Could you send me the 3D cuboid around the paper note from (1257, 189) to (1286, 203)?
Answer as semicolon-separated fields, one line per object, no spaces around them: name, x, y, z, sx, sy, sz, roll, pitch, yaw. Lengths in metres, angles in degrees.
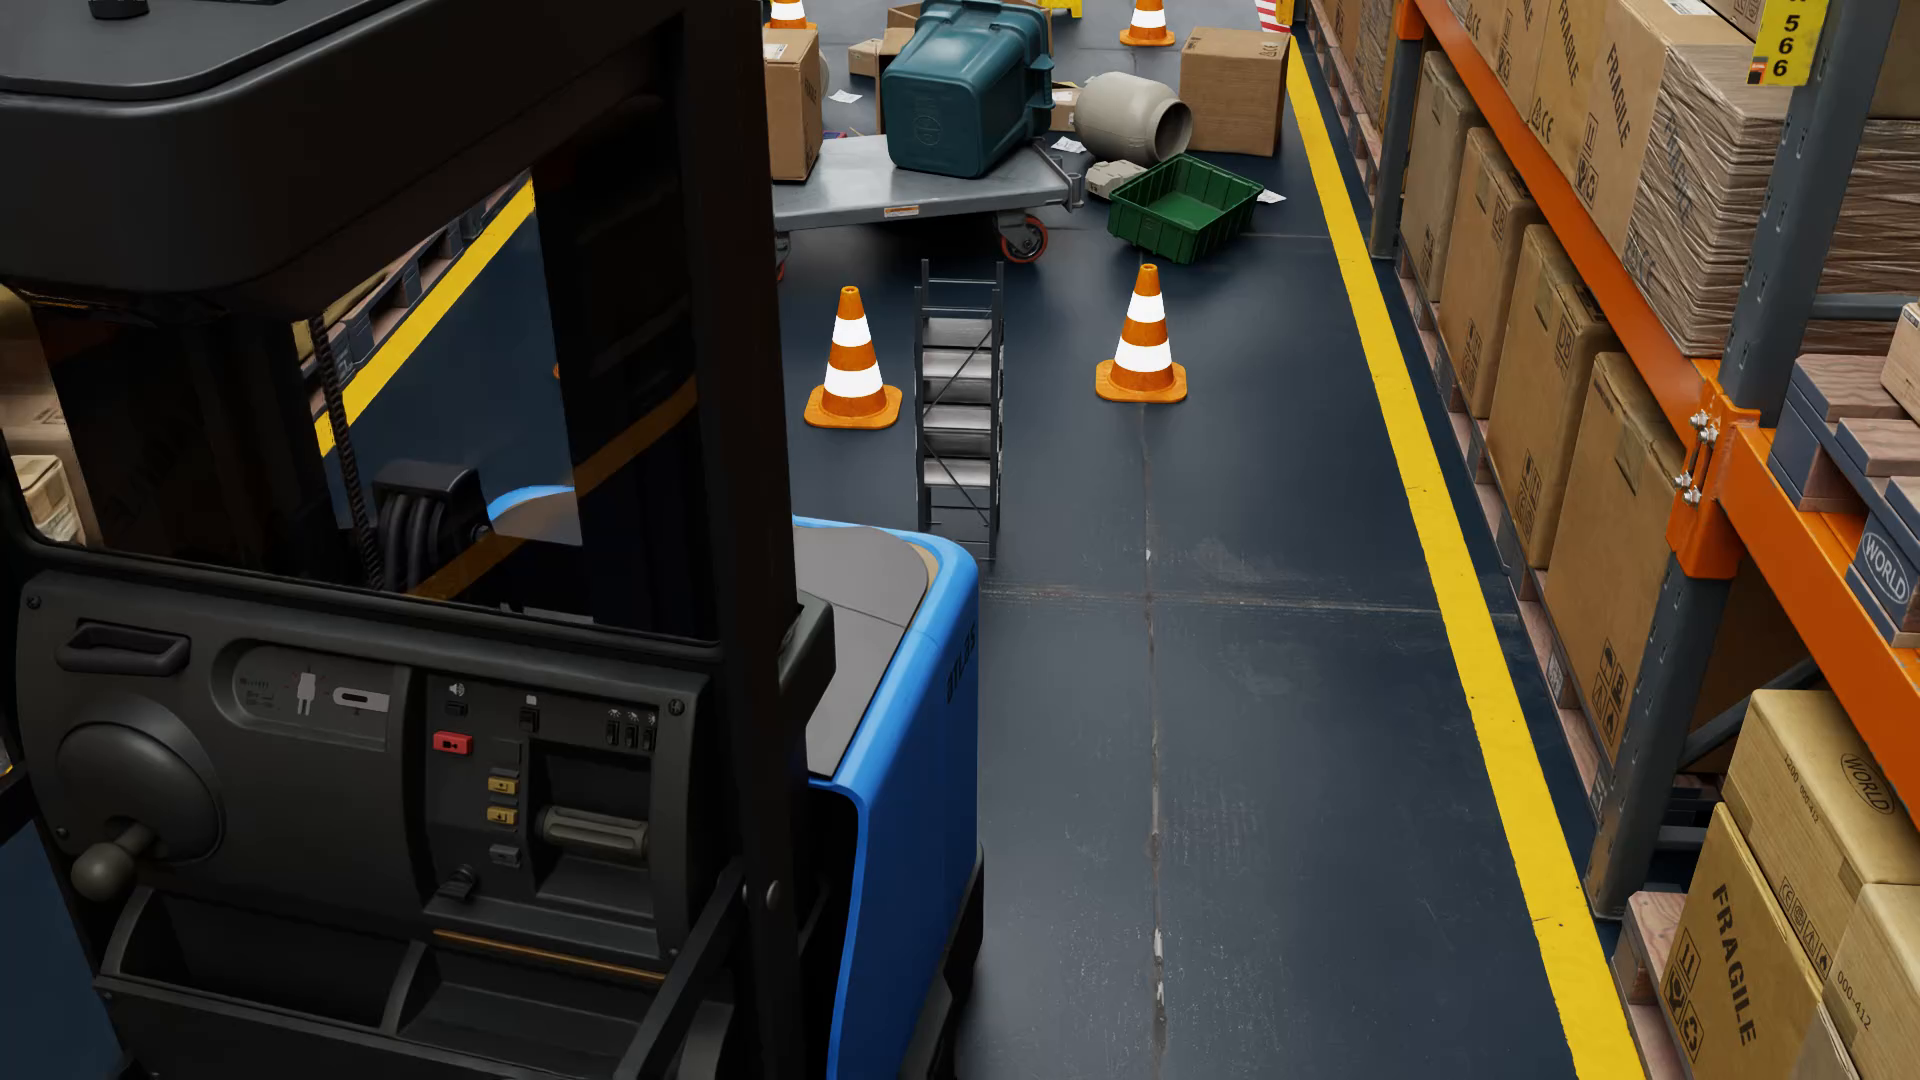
paper note;1.441;-1.628;7.862;0.147;0.020;0.142;-20;37;-29

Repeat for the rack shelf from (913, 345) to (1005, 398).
rack shelf;-0.001;-0.504;4.930;0.258;0.077;0.200;2;32;4

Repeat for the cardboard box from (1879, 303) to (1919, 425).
cardboard box;1.726;-0.256;2.646;0.380;0.149;0.250;2;32;3

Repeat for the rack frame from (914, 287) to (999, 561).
rack frame;-0.009;-0.326;4.921;0.240;0.900;0.006;2;32;4

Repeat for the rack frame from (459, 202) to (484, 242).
rack frame;-2.653;-2.660;6.707;1.000;3.000;0.127;2;32;4

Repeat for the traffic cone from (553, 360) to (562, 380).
traffic cone;-1.359;-0.872;6.224;0.336;0.463;0.334;2;32;4

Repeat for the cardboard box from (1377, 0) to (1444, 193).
cardboard box;2.410;-2.102;7.426;0.875;0.875;0.875;3;32;5

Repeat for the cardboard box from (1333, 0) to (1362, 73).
cardboard box;2.556;-3.050;8.965;0.875;0.875;0.875;2;32;3

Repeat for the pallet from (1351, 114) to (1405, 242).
pallet;2.429;-1.709;7.822;1.003;0.211;1.213;2;32;4

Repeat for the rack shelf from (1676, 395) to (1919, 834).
rack shelf;1.800;0.942;1.548;1.077;0.370;4.000;2;32;4

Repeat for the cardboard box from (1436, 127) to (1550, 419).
cardboard box;2.246;-0.890;5.579;1.050;0.750;0.750;2;32;4

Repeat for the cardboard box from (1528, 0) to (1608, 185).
cardboard box;1.815;-1.222;4.278;0.500;0.500;0.500;2;32;3

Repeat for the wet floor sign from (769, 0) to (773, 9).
wet floor sign;-1.245;-3.803;10.806;0.267;0.644;0.232;14;34;21

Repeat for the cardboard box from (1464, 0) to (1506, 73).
cardboard box;1.894;-1.755;5.144;0.500;0.500;0.500;2;32;4

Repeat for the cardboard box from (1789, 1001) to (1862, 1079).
cardboard box;1.614;1.097;2.592;0.500;0.500;0.500;3;32;5

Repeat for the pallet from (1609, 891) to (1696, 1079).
pallet;1.898;1.186;3.125;1.003;0.211;1.213;2;32;4

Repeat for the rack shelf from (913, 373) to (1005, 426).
rack shelf;-0.001;-0.427;4.977;0.258;0.077;0.200;2;32;4

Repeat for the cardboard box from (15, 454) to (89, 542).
cardboard box;-2.923;0.076;4.371;0.950;0.372;0.625;0;32;1

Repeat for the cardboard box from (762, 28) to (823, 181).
cardboard box;-0.876;-1.858;7.067;0.500;0.500;0.500;2;32;4

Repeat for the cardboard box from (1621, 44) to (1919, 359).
cardboard box;1.732;-0.700;3.431;0.500;0.500;0.500;2;32;4

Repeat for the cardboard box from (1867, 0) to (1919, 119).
cardboard box;2.010;-1.113;3.148;0.700;0.500;0.500;2;32;4

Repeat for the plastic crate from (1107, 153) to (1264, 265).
plastic crate;0.997;-1.476;7.411;0.450;0.188;0.662;29;41;23

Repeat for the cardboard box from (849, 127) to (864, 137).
cardboard box;-0.447;-1.831;7.967;0.258;0.266;0.396;-20;37;-29

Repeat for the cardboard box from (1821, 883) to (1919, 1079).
cardboard box;1.625;0.772;2.406;0.500;0.250;0.500;2;32;3

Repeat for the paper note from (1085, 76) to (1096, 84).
paper note;0.798;-2.603;9.446;0.144;0.017;0.142;14;34;21

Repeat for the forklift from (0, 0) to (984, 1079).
forklift;-0.814;0.347;1.893;1.130;2.935;3.031;8;32;12

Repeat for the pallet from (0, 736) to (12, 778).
pallet;-2.913;0.210;4.708;1.003;0.211;1.213;2;32;4

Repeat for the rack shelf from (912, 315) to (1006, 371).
rack shelf;-0.001;-0.580;4.883;0.258;0.077;0.200;2;32;4

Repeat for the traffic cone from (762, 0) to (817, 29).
traffic cone;-1.077;-3.392;10.313;0.336;0.463;0.334;2;32;4

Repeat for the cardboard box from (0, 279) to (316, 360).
cardboard box;-2.803;-0.706;5.641;0.950;0.372;0.625;3;32;6

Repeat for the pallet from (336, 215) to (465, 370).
pallet;-2.715;-1.066;6.778;1.003;0.211;1.213;2;32;4

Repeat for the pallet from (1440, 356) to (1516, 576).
pallet;2.204;-0.268;5.484;1.003;0.211;1.213;2;32;4

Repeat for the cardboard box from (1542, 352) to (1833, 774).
cardboard box;2.103;0.054;4.047;1.050;0.750;0.750;2;32;3

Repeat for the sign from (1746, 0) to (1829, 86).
sign;1.410;-0.925;2.788;0.100;0.325;0.005;2;32;4

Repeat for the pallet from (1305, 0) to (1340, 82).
pallet;2.627;-2.985;9.892;1.003;0.211;1.213;2;32;4

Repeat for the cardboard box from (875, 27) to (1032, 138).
cardboard box;-0.015;-2.231;8.261;0.797;0.637;0.503;2;32;4

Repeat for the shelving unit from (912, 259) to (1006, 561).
shelving unit;-0.001;-0.379;5.007;0.258;0.900;0.210;2;32;4

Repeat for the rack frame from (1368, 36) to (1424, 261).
rack frame;2.289;-2.502;6.450;1.000;3.000;0.127;2;32;4

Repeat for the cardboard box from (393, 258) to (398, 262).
cardboard box;-2.693;-1.446;6.842;0.950;0.372;0.625;3;32;5

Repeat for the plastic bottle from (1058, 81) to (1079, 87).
plastic bottle;0.610;-2.463;9.188;0.133;0.061;0.283;-8;33;-13

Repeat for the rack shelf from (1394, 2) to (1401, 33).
rack shelf;2.452;-3.241;8.336;1.077;0.370;4.000;2;32;4

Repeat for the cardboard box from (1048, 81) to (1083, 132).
cardboard box;0.593;-2.315;8.754;0.396;0.266;0.258;8;32;12

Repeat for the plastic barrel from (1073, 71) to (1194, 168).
plastic barrel;0.852;-2.064;8.195;0.512;0.421;0.421;27;41;37
